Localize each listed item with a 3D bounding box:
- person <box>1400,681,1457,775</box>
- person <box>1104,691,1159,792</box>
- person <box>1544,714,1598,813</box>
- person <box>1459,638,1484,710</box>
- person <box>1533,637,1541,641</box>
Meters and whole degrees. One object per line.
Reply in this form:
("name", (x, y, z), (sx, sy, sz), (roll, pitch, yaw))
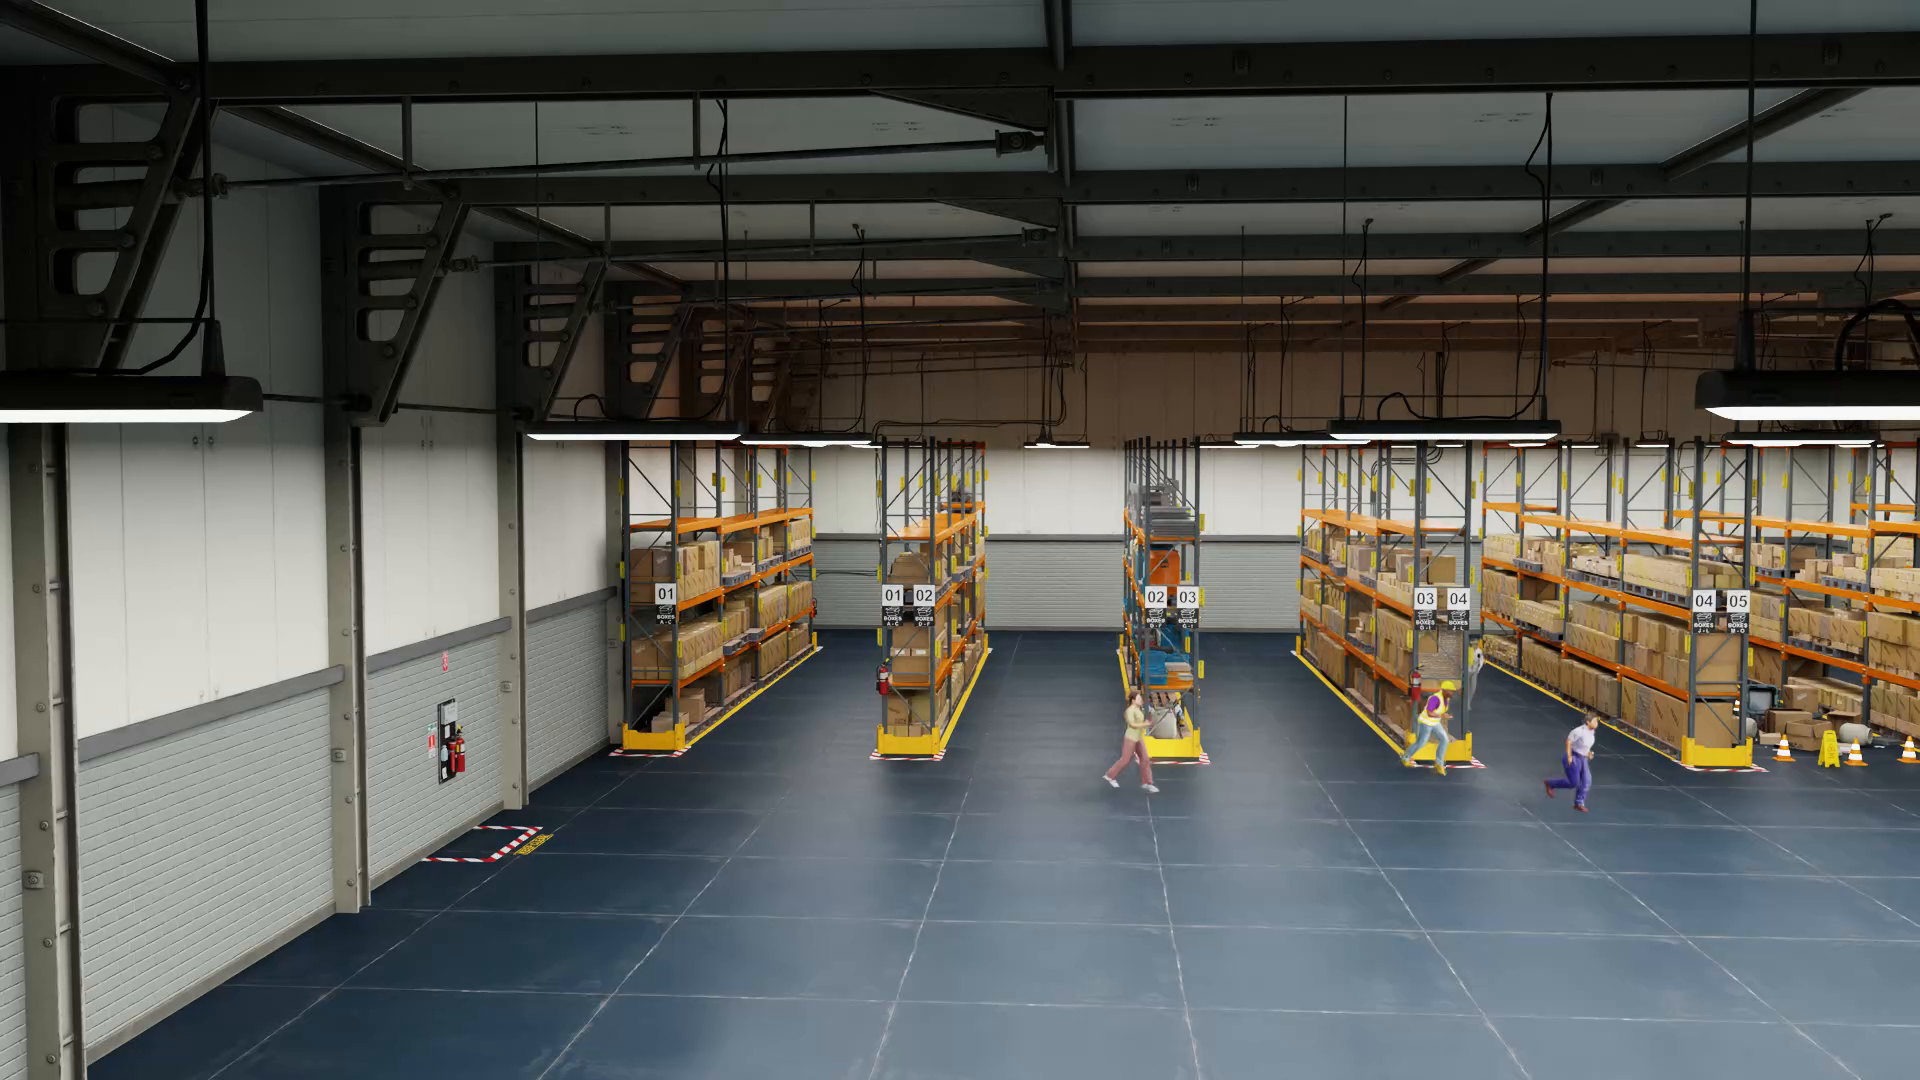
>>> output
("person", (8.357, 3.333, 29.630), (1.023, 1.714, 0.745), (3, 4, 40))
("person", (2.882, 3.365, 27.895), (0.948, 1.678, 0.562), (1, 3, 26))
("person", (9.782, 3.538, 26.592), (0.830, 1.603, 0.606), (3, 4, 41))
("person", (11.325, 2.964, 37.012), (0.613, 1.626, 0.773), (0, 3, -9))
("person", (16.326, 2.369, 46.579), (0.779, 1.727, 0.637), (-2, 3, -27))
